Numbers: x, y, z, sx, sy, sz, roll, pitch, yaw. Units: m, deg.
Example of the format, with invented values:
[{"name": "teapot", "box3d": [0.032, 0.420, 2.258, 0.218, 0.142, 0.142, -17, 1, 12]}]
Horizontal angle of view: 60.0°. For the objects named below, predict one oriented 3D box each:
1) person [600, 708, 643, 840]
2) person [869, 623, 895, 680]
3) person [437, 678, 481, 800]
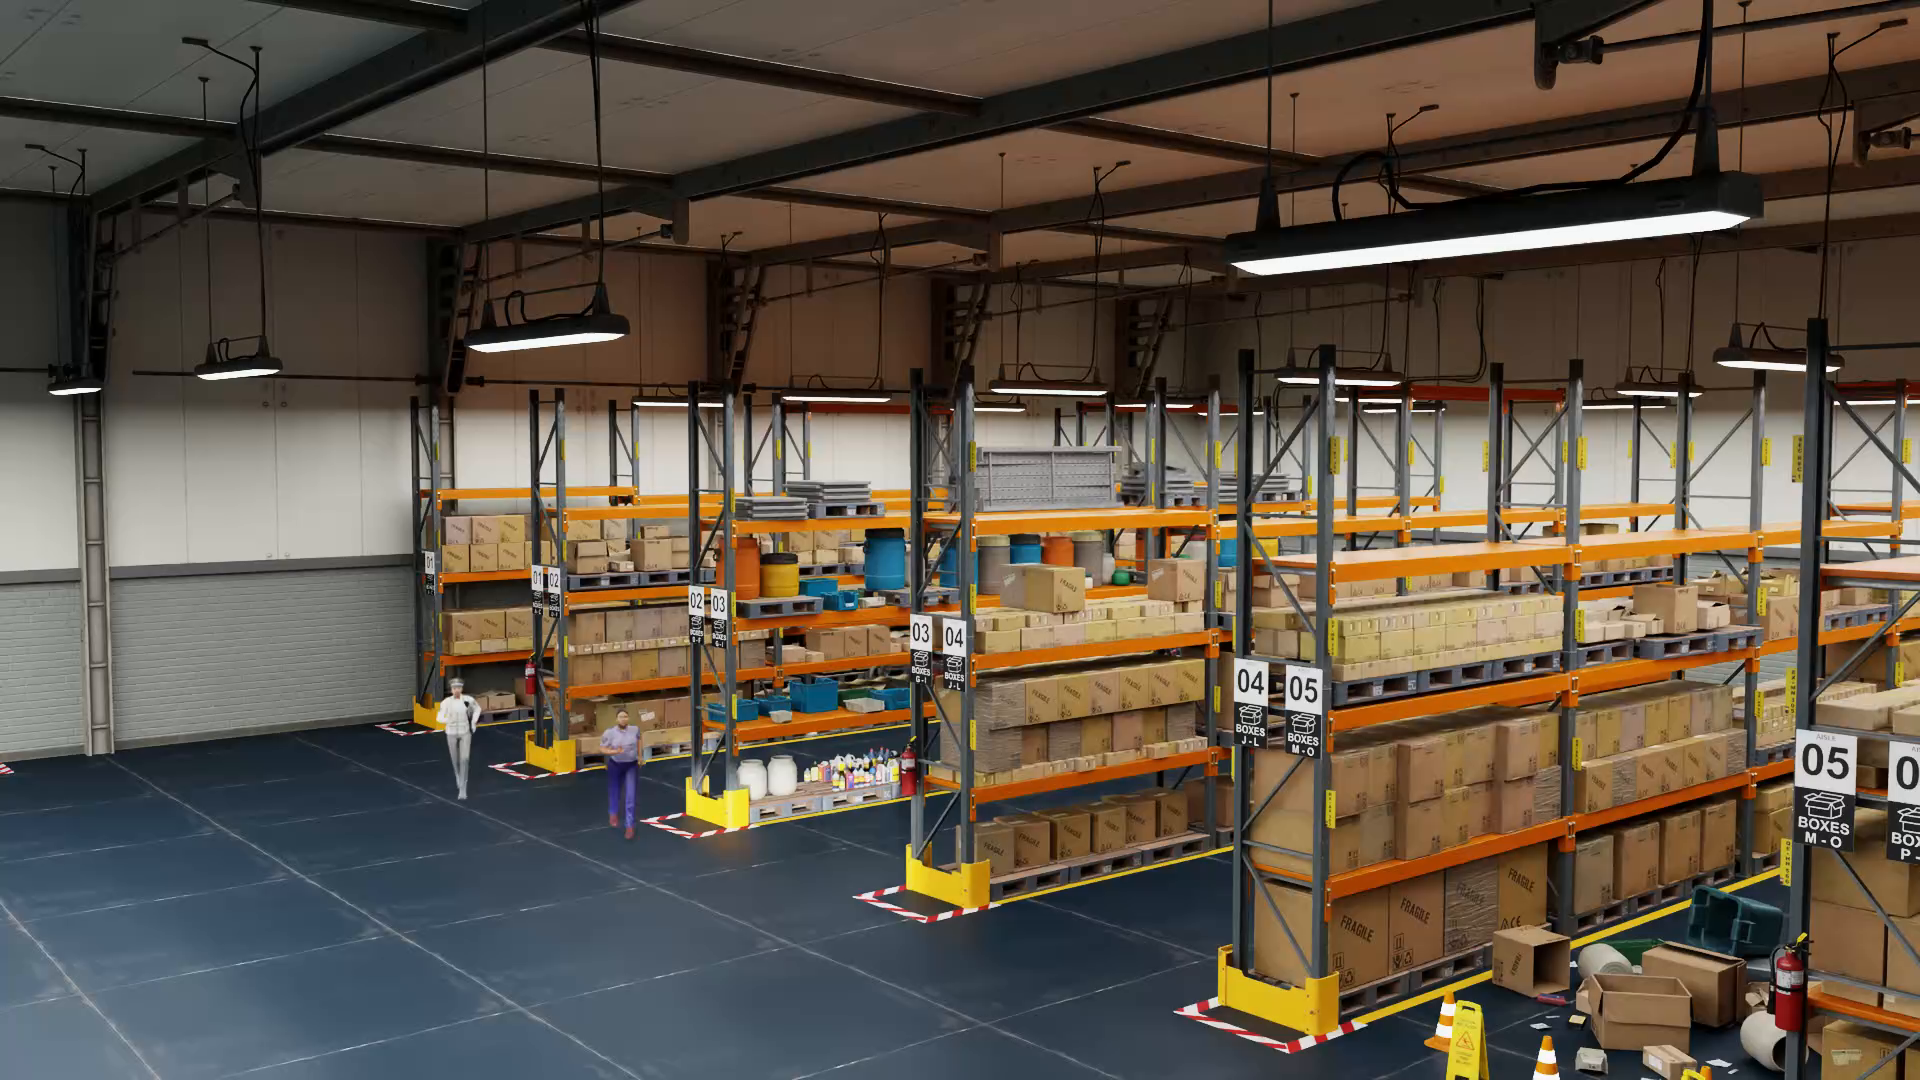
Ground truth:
[{"name": "person", "box3d": [-4.448, 3.027, 21.887, 0.598, 1.652, 0.933, -1, 4, -19]}, {"name": "person", "box3d": [-1.560, 2.430, 33.396, 0.525, 1.561, 0.681, 3, 5, 45]}, {"name": "person", "box3d": [-7.351, 2.875, 24.385, 0.605, 1.736, 0.859, -1, 3, -10]}]
